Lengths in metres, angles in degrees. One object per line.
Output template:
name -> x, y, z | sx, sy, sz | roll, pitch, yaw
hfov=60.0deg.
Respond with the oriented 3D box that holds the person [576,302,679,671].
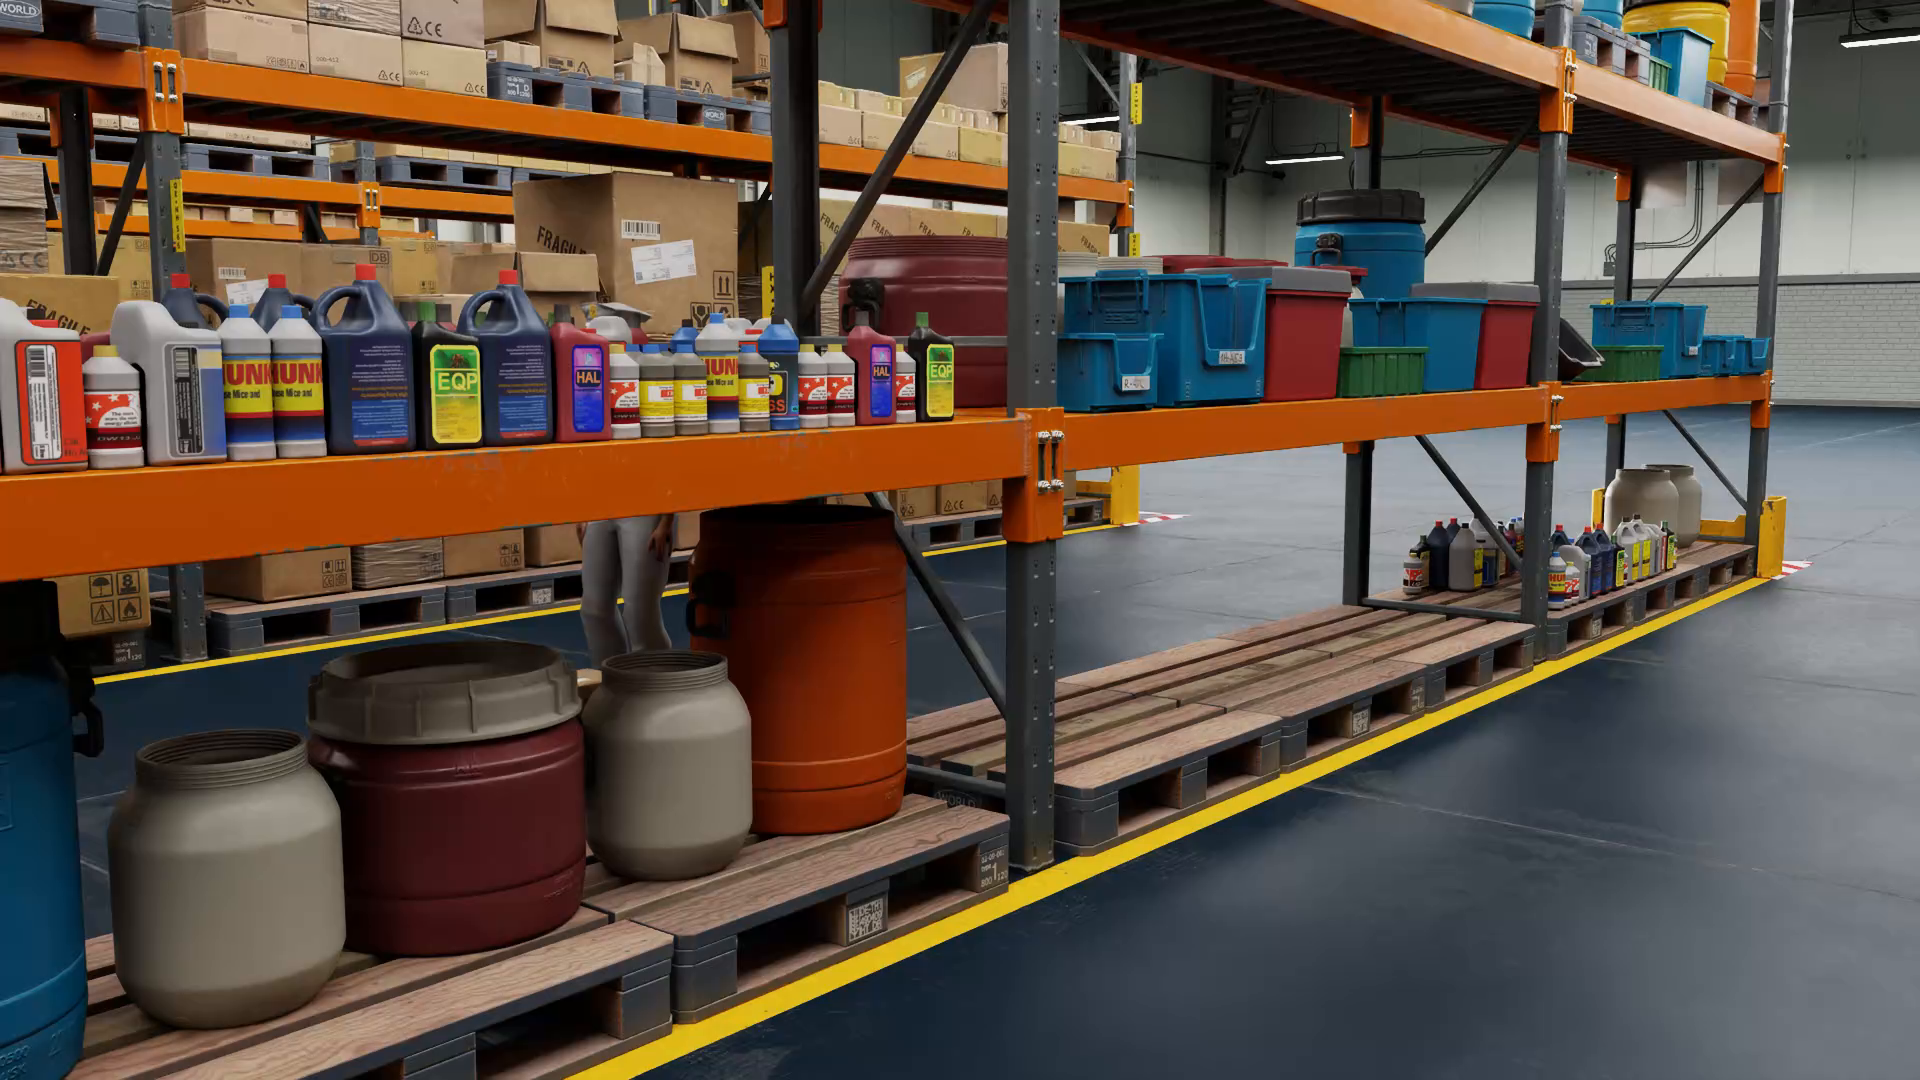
person -> -1.293, -0.078, 6.409 | 0.519, 1.656, 0.396 | 5, 8, 35
